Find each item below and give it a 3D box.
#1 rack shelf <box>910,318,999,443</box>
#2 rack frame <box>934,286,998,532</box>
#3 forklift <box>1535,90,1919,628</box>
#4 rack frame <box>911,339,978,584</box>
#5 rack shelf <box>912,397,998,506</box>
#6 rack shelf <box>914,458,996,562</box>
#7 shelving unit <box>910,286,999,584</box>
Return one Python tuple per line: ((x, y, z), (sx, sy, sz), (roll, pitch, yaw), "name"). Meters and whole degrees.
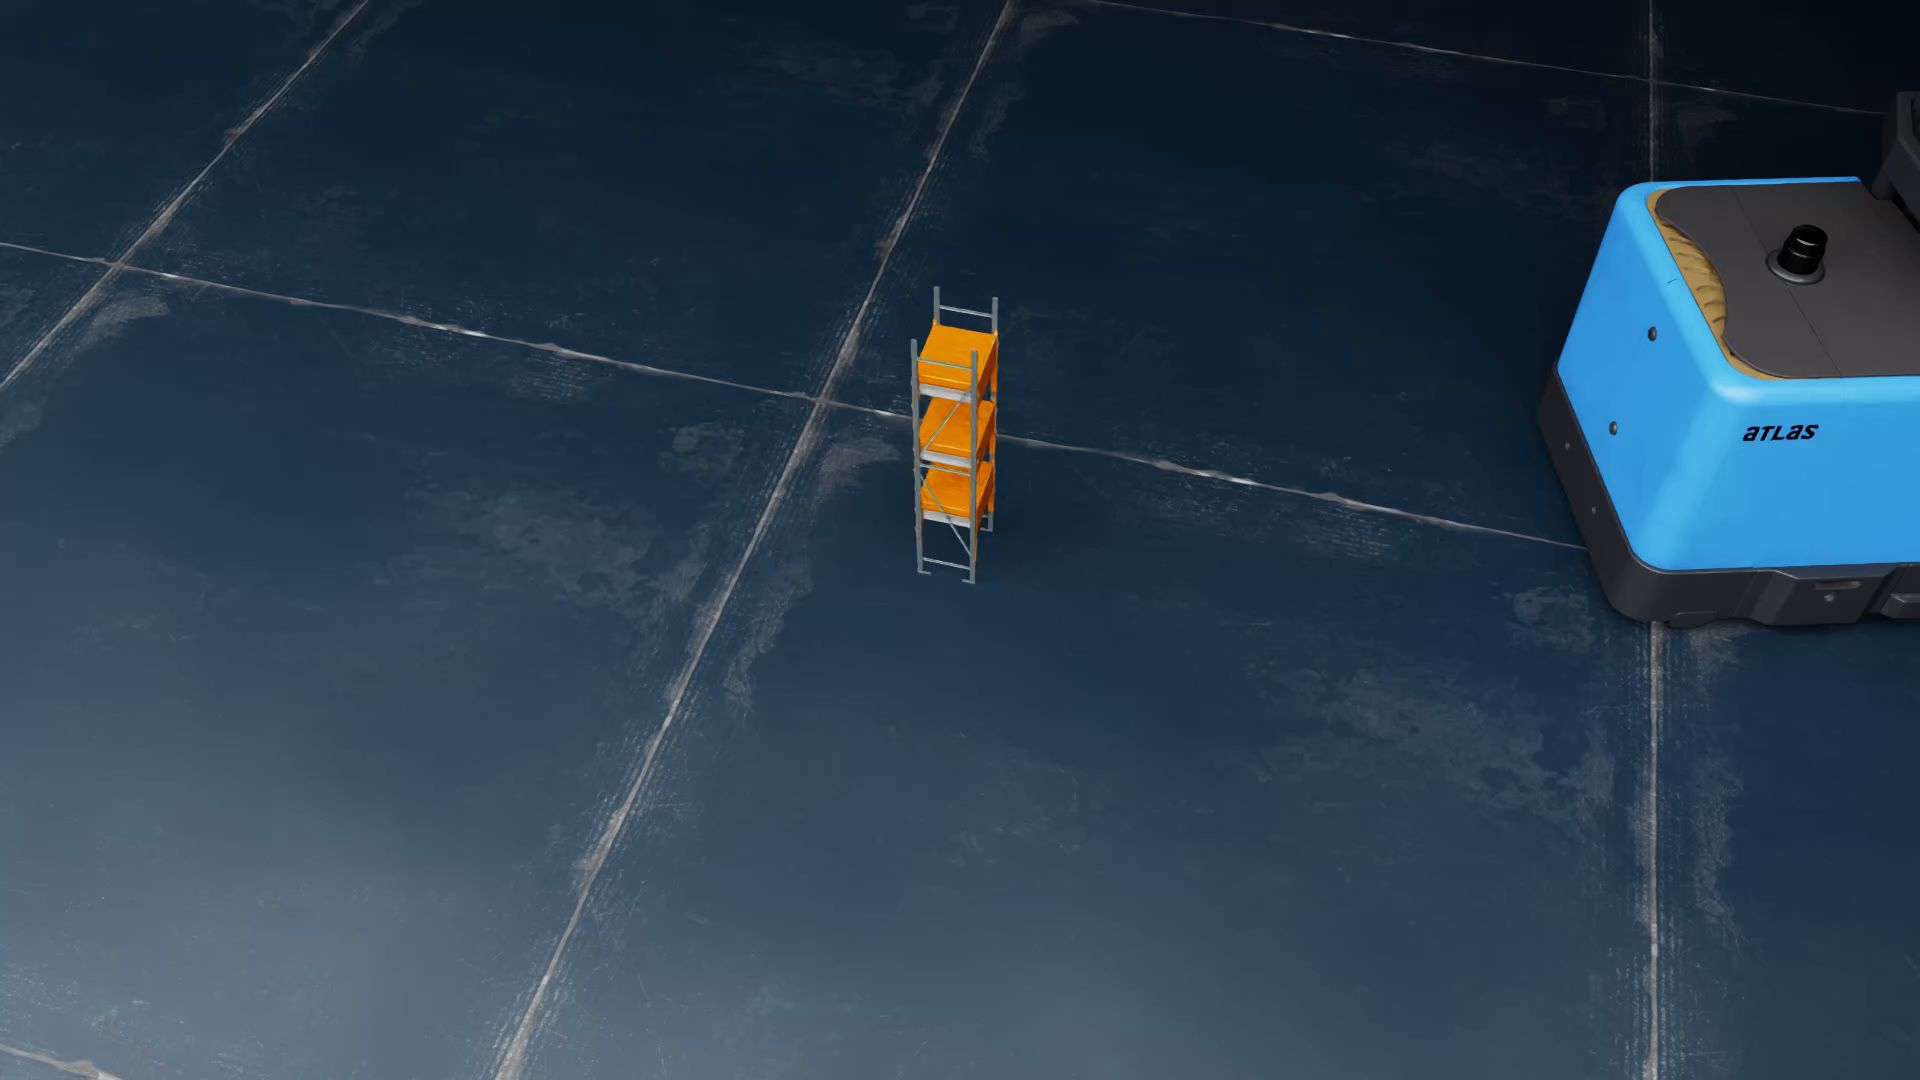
((-0.014, -0.489, 5.117), (0.215, 0.259, 0.240), (12, 50, 10), "rack shelf")
((0.018, -0.397, 5.400), (0.200, 1.050, 0.008), (12, 50, 10), "rack frame")
((3.626, -1.100, 4.766), (3.031, 2.935, 1.130), (-2, 49, -2), "forklift")
((-0.046, -0.220, 5.244), (0.200, 1.050, 0.008), (12, 50, 10), "rack frame")
((-0.014, -0.302, 5.330), (0.215, 0.259, 0.240), (12, 50, 10), "rack shelf")
((-0.014, -0.118, 5.539), (0.215, 0.259, 0.240), (12, 50, 10), "rack shelf")
((-0.014, -0.309, 5.322), (0.215, 1.050, 0.252), (12, 50, 10), "shelving unit")
